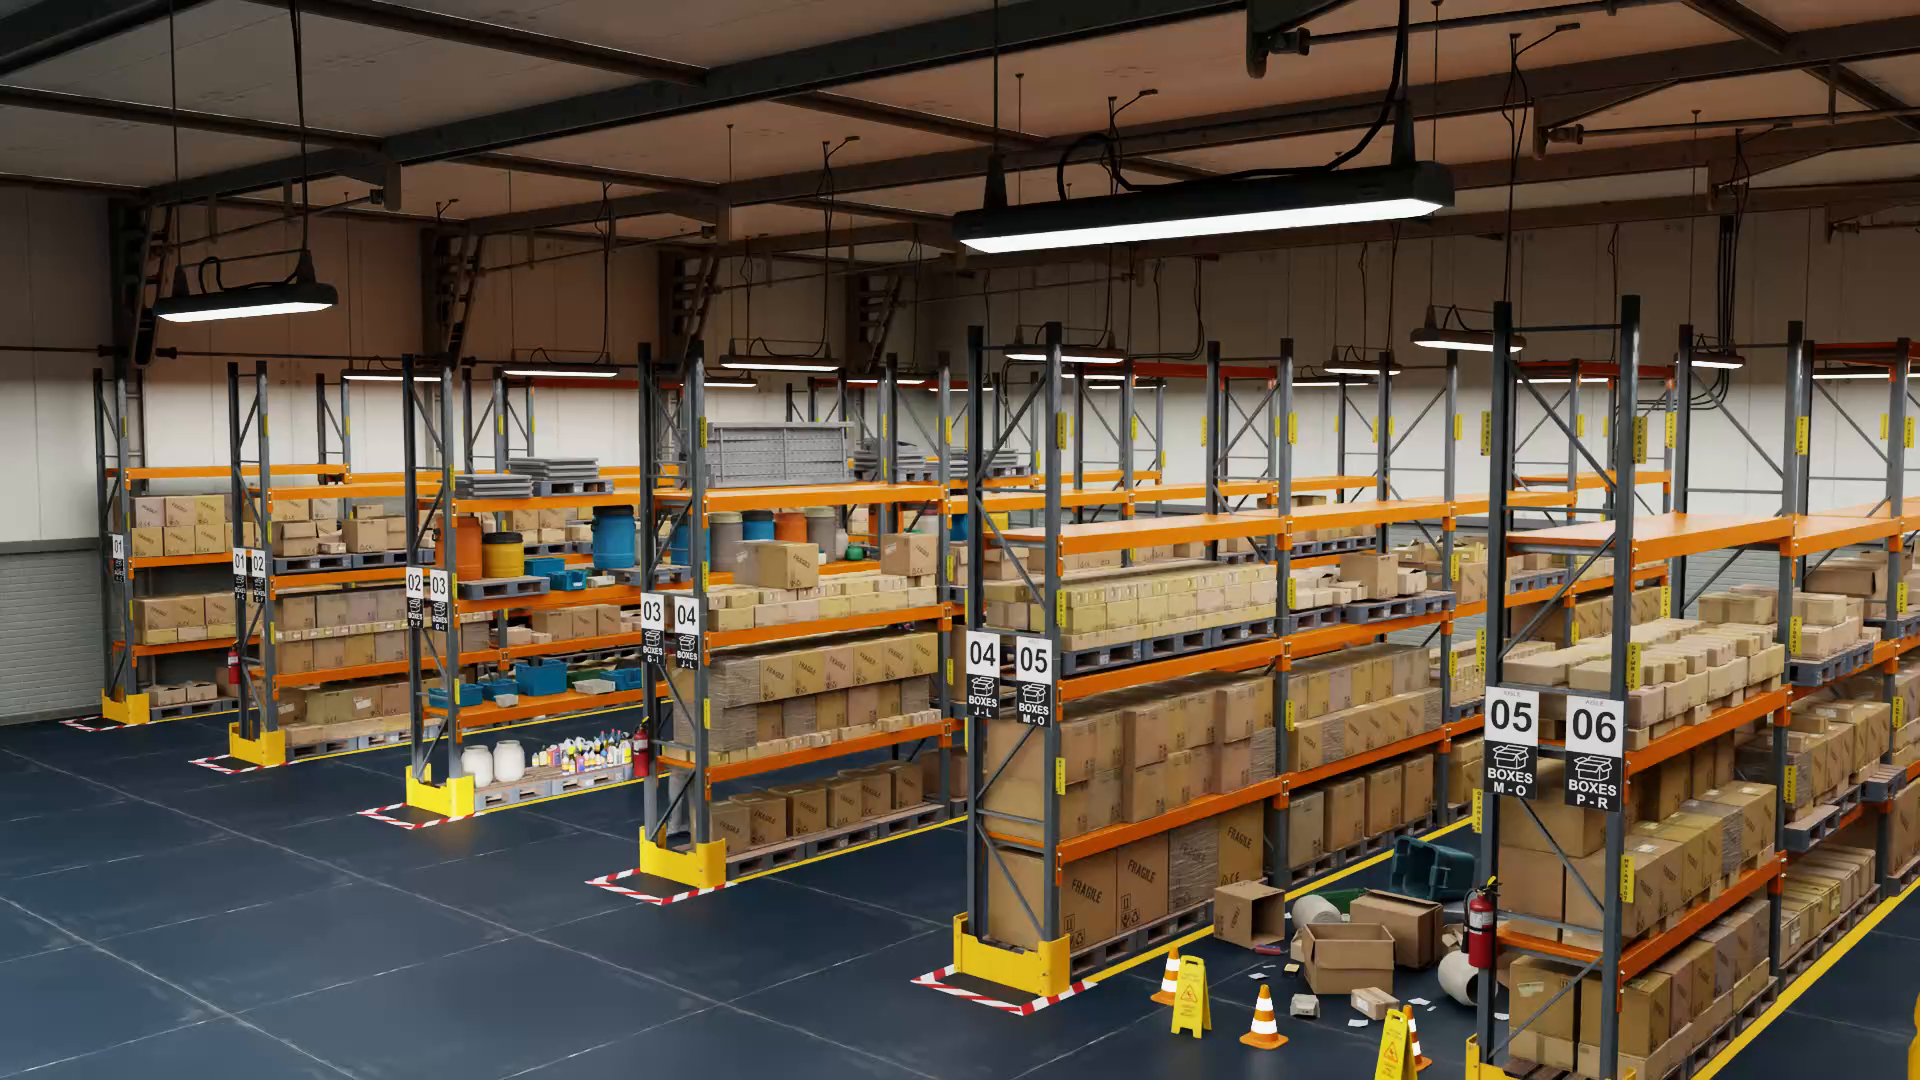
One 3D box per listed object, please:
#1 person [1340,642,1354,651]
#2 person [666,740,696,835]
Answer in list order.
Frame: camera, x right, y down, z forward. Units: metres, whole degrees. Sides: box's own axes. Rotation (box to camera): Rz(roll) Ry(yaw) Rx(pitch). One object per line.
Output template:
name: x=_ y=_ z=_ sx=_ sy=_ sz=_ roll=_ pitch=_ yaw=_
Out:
person: x=6.207 y=2.410 z=26.804 sx=0.496 sy=1.553 sz=0.823 roll=4 pitch=6 yaw=40
person: x=-3.400 y=2.768 z=20.655 sx=0.391 sy=1.807 sz=0.641 roll=4 pitch=6 yaw=44
